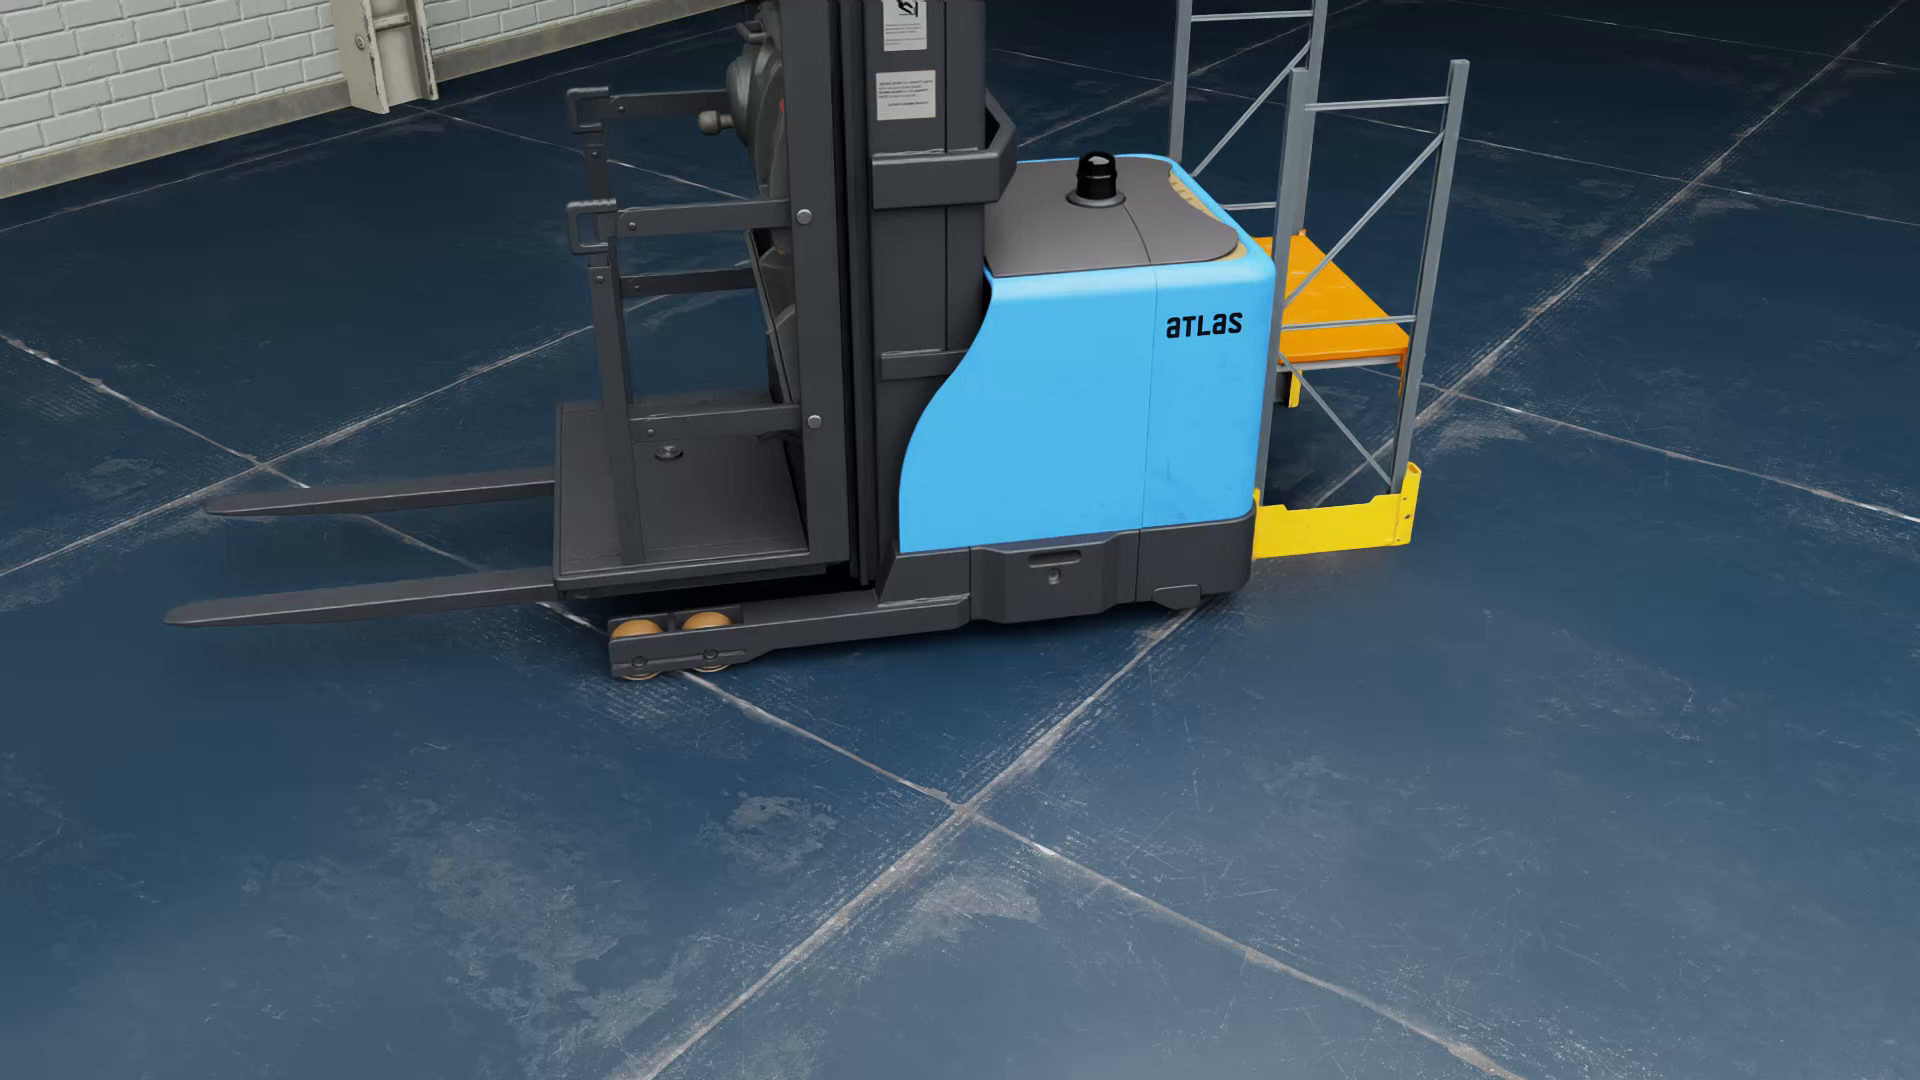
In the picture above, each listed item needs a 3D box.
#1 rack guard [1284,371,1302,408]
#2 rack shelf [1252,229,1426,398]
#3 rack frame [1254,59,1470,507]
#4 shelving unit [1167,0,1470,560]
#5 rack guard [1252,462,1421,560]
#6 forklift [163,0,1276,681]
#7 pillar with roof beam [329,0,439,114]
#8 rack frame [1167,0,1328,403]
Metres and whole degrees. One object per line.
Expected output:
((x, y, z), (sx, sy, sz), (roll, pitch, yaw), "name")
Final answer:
((0.945, -0.589, 5.998), (0.587, 0.250, 0.087), (-5, 31, -9), "rack guard")
((1.034, -0.727, 5.358), (0.538, 0.185, 1.000), (-5, 31, -9), "rack shelf")
((1.126, -0.627, 4.836), (0.500, 1.500, 0.032), (-5, 31, -9), "rack frame")
((1.035, -0.877, 5.258), (0.587, 1.500, 1.083), (-5, 31, -9), "shelving unit")
((1.126, -0.090, 5.156), (0.587, 0.250, 0.087), (-5, 31, -9), "rack guard")
((-0.710, -1.166, 4.343), (3.031, 2.935, 1.130), (-6, 31, -10), "forklift")
((0.213, -5.042, 4.930), (9.100, 9.000, 0.400), (21, 37, 31), "pillar with roof beam")
((0.941, -1.136, 5.696), (0.500, 1.500, 0.032), (-5, 31, -9), "rack frame")
